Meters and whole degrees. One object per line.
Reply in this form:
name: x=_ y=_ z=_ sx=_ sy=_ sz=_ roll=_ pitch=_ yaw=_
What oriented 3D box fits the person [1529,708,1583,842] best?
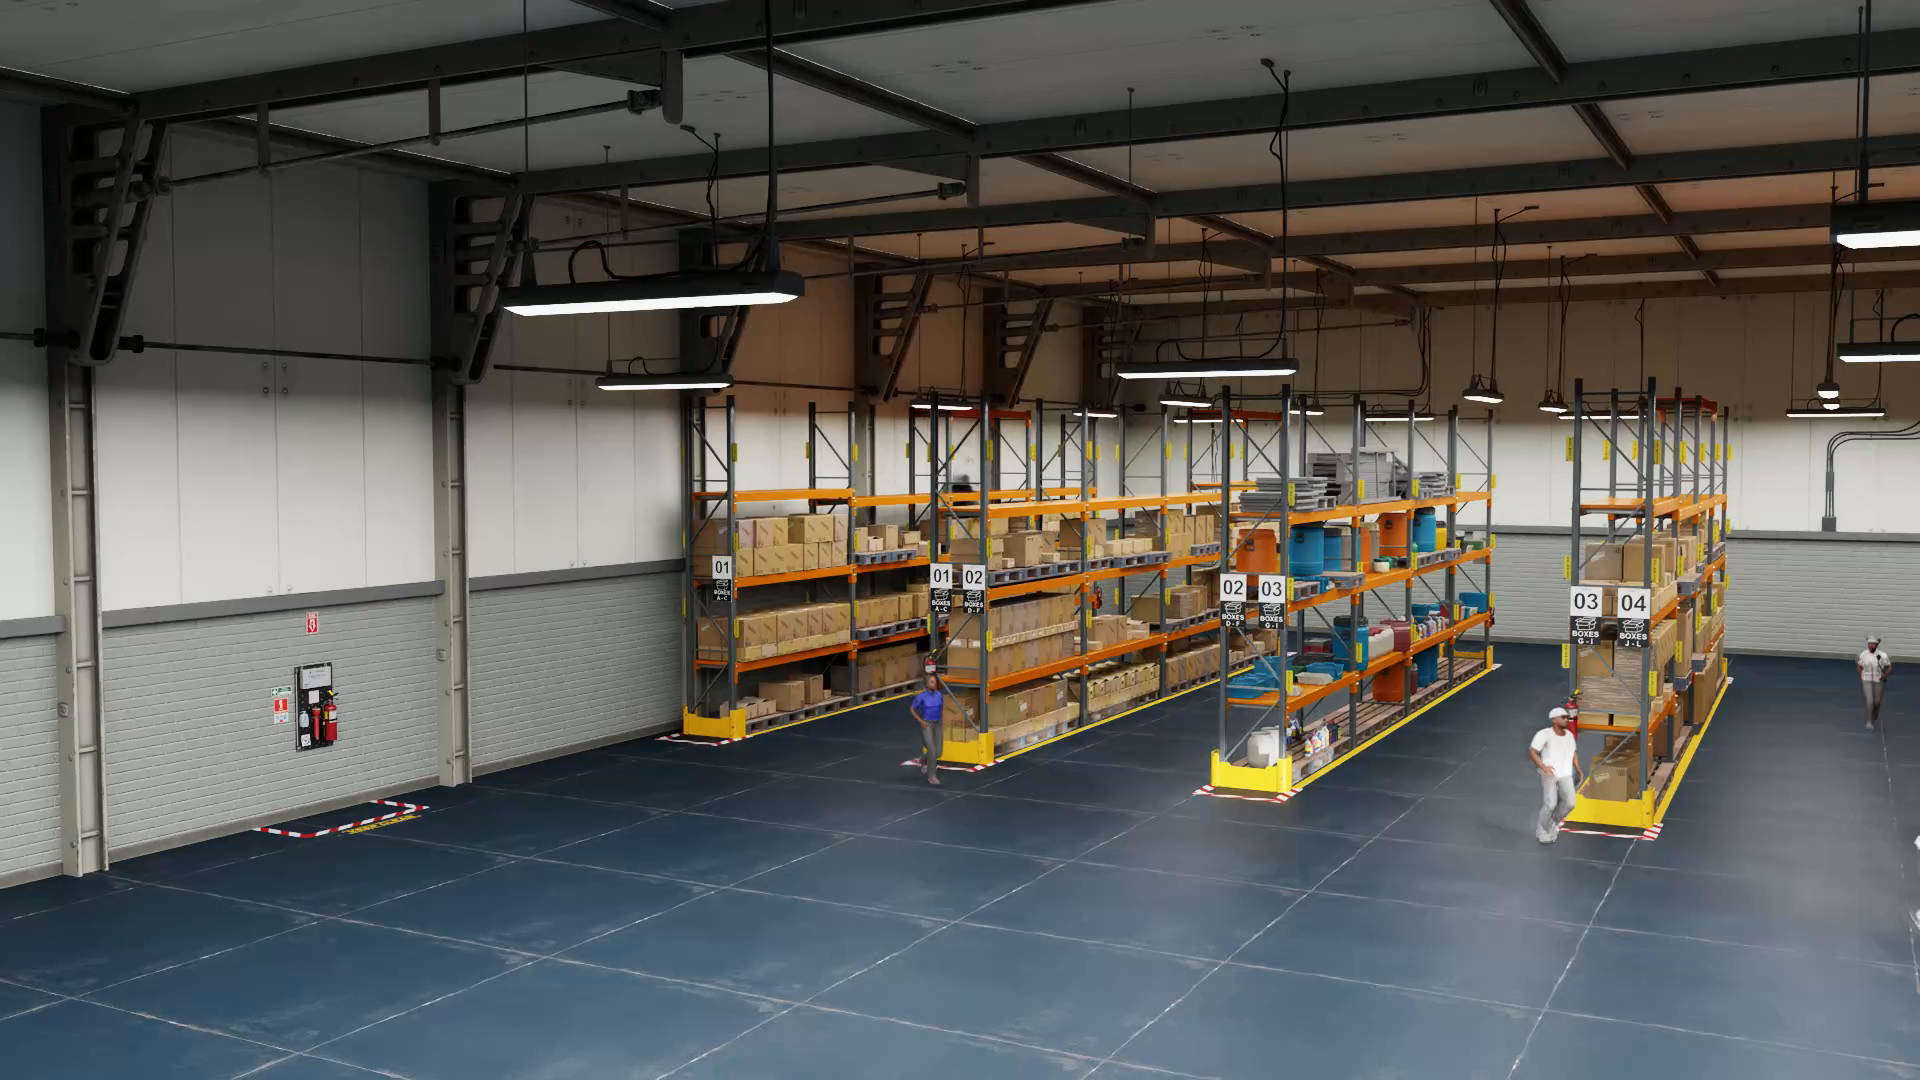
person: x=7.677 y=3.018 z=21.336 sx=0.744 sy=1.711 sz=0.577 roll=-1 pitch=3 yaw=-11

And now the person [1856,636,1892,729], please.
person: x=16.658 y=2.581 z=30.347 sx=0.555 sy=1.689 sz=0.657 roll=2 pitch=4 yaw=34

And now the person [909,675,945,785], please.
person: x=-0.486 y=2.875 z=25.295 sx=0.590 sy=1.647 sz=0.603 roll=-2 pitch=4 yaw=-37
